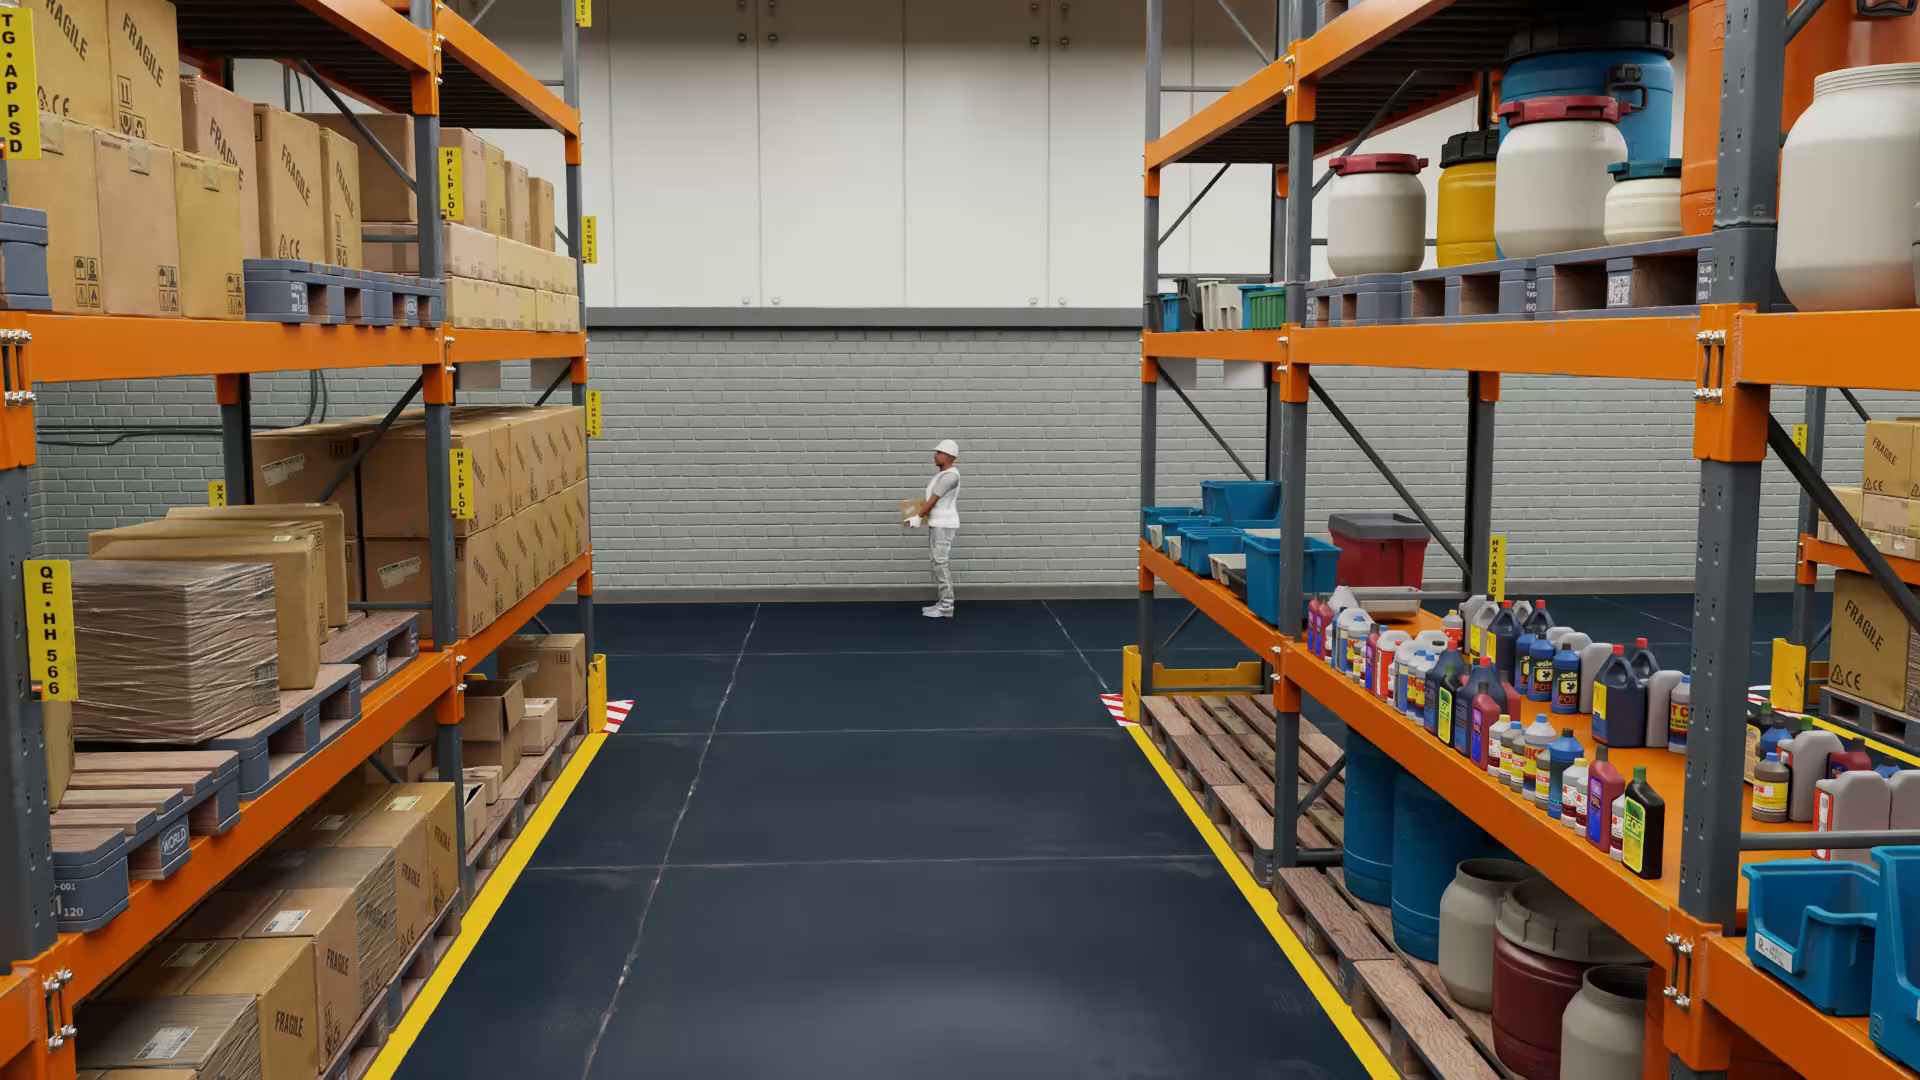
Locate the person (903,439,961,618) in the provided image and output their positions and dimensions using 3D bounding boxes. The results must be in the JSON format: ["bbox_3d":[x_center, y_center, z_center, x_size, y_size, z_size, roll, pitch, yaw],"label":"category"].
[{"bbox_3d":[-0.282,-0.120,16.685,0.583,1.778,0.488,0,7,-3],"label":"person"}]
